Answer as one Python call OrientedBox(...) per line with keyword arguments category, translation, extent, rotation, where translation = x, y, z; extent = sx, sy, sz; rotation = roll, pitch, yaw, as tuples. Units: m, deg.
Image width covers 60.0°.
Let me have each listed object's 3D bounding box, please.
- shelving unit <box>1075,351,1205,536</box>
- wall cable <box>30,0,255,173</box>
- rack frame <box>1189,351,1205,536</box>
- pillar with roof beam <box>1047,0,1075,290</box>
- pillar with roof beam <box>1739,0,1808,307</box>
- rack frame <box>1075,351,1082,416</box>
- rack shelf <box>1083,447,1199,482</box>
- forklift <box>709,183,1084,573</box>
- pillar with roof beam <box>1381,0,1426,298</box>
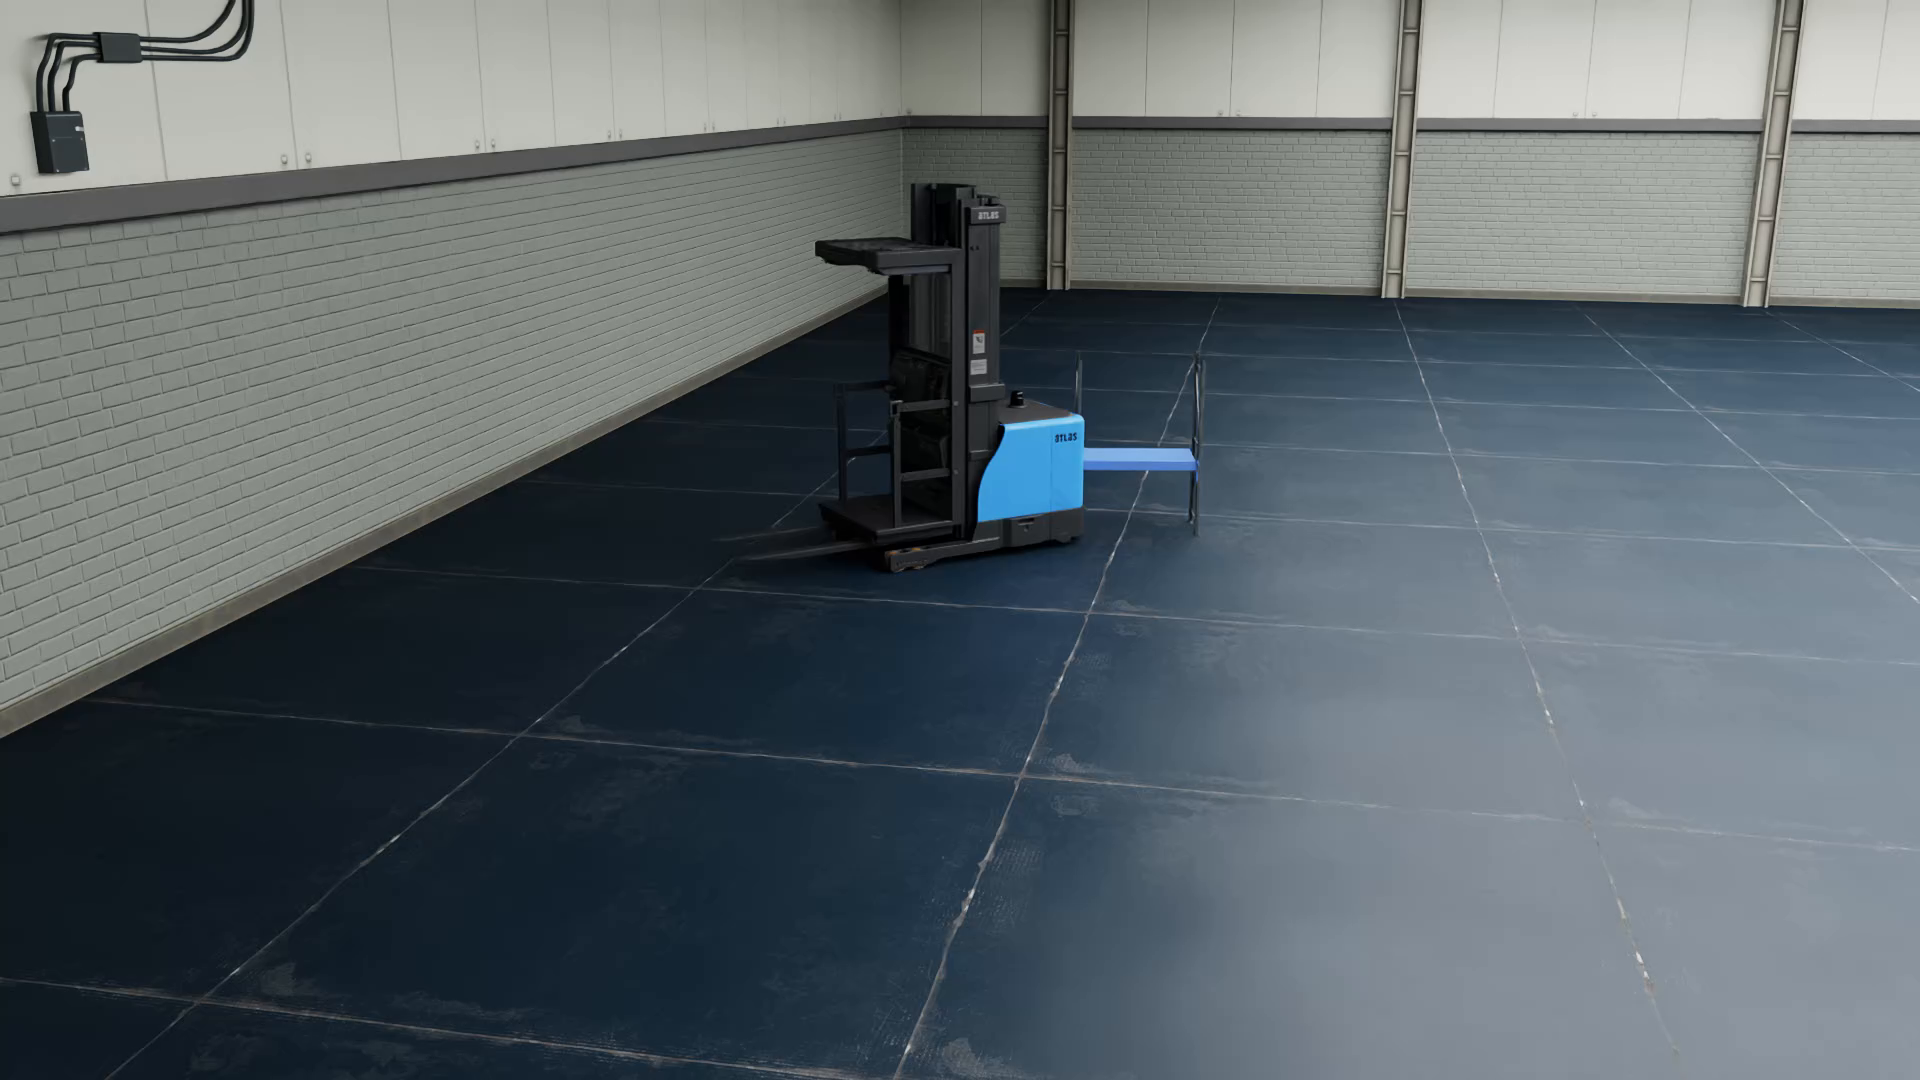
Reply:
OrientedBox(category="shelving unit", translation=(1.507, -0.826, 14.164), extent=(1.048, 1.500, 0.538), rotation=(0, 15, 2))
OrientedBox(category="wall cable", translation=(-5.172, -5.369, 10.145), extent=(0.169, 6.003, 2.305), rotation=(3, 16, 11))
OrientedBox(category="rack frame", translation=(2.015, -0.822, 14.150), extent=(0.032, 1.500, 0.500), rotation=(0, 15, 2))
OrientedBox(category="pillar with roof beam", translation=(0.963, -7.859, 25.505), extent=(0.400, 9.000, 9.100), rotation=(3, 16, 11))
OrientedBox(category="pillar with roof beam", translation=(12.723, -7.220, 23.200), extent=(0.400, 9.000, 9.100), rotation=(3, 16, 11))
OrientedBox(category="rack frame", translation=(0.999, -0.830, 14.177), extent=(0.032, 1.500, 0.500), rotation=(0, 15, 2))
OrientedBox(category="rack shelf", translation=(1.507, -0.652, 14.212), extent=(1.000, 0.185, 0.538), rotation=(0, 15, 2))
OrientedBox(category="forklift", translation=(-0.503, -1.317, 13.256), extent=(3.031, 2.935, 1.130), rotation=(-8, 18, -28))
OrientedBox(category="pillar with roof beam", translation=(6.843, -7.539, 24.353), extent=(0.400, 9.000, 9.100), rotation=(3, 16, 11))
